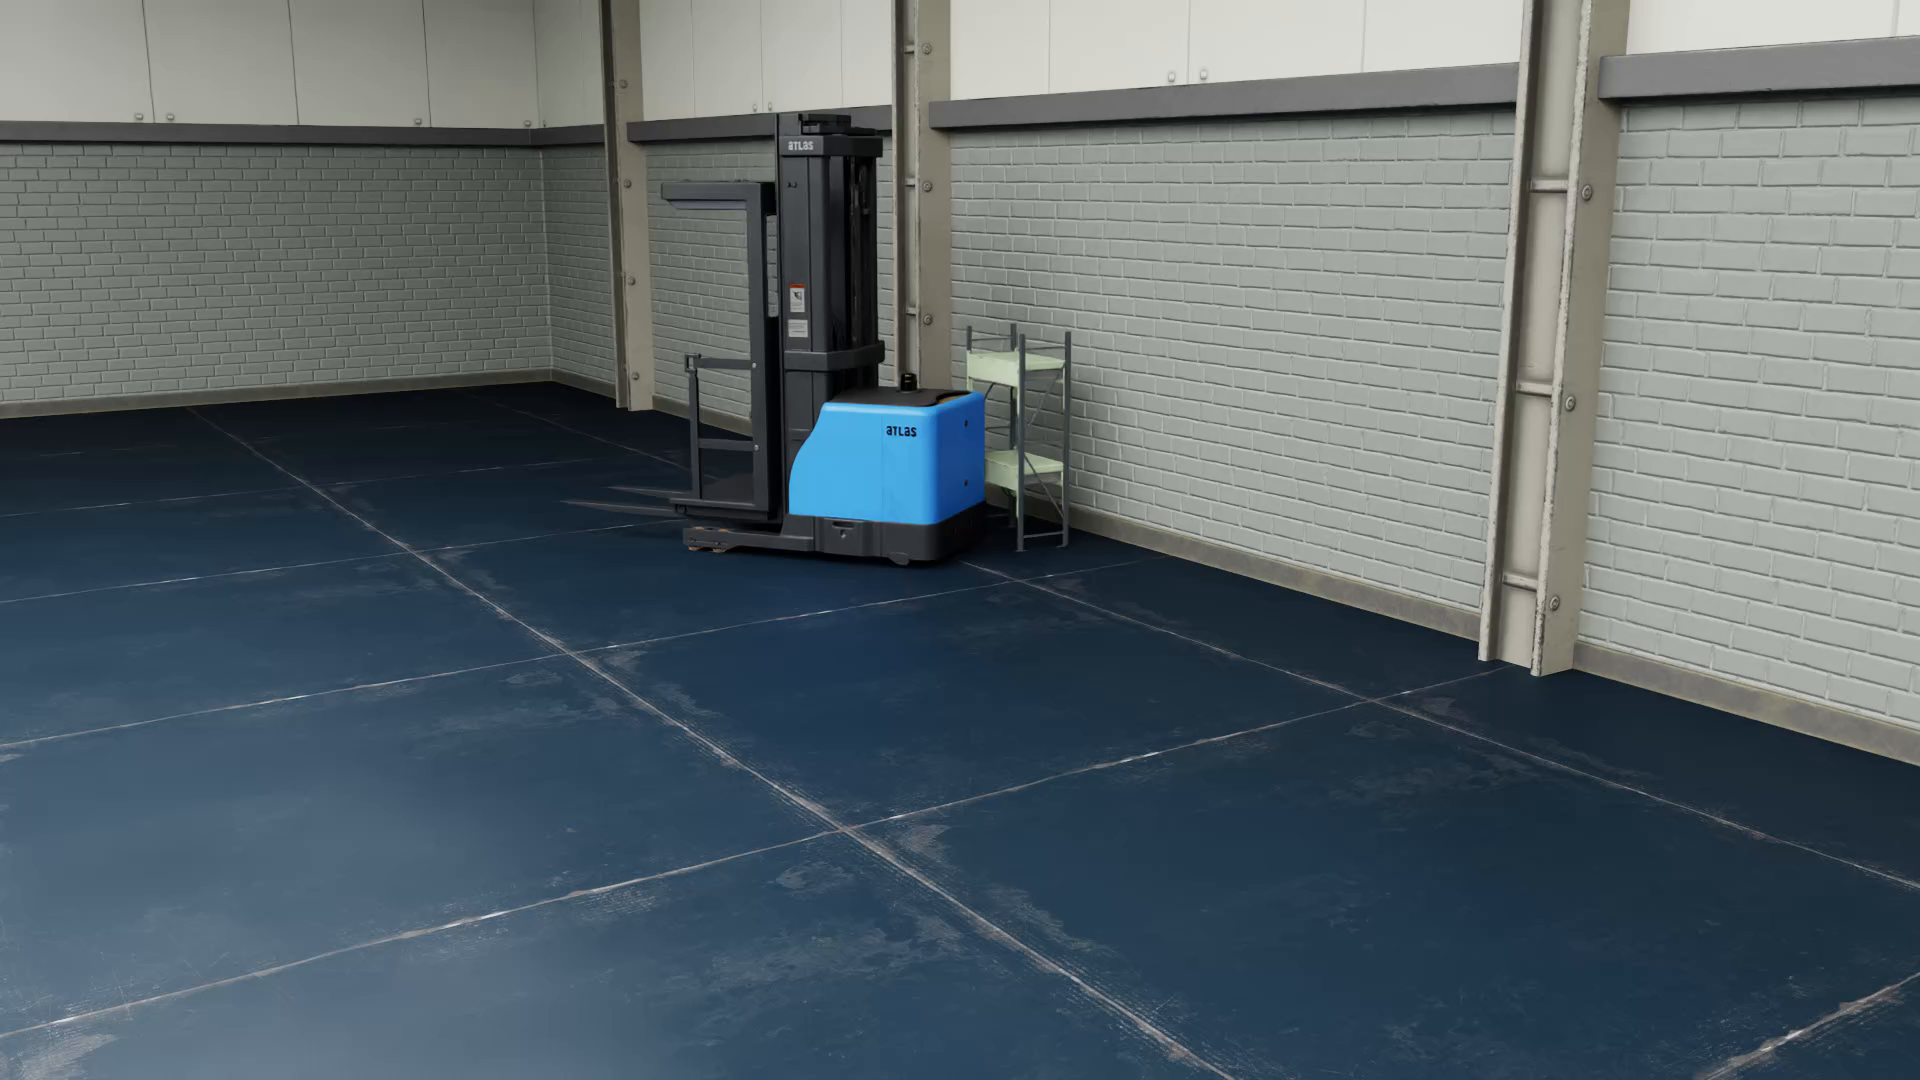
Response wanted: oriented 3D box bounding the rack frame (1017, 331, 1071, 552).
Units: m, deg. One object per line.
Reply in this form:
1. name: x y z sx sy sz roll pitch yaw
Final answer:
1. rack frame: 0.577 -0.669 11.409 0.400 1.500 0.023 -7 14 -28

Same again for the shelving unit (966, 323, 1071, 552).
1. shelving unit: 0.400 -0.737 11.722 0.431 1.500 0.755 -7 14 -28

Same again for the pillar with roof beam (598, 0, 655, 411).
1. pillar with roof beam: -7.213 -5.365 15.333 9.100 9.000 0.400 -8 15 -33

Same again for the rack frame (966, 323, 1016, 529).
1. rack frame: 0.223 -0.806 12.035 0.400 1.500 0.023 -7 14 -28

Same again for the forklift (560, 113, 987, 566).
1. forklift: -1.382 -1.441 11.591 3.031 2.935 1.130 5 13 21

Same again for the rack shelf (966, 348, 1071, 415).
1. rack shelf: 0.401 -1.119 11.639 0.431 0.370 0.720 -7 14 -28

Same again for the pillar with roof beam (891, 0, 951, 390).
1. pillar with roof beam: -3.889 -4.298 10.453 9.100 9.000 0.400 -8 15 -33

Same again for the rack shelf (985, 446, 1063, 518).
1. rack shelf: 0.400 -0.419 11.792 0.431 0.370 0.720 -7 14 -28

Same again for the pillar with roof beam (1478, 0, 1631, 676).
1. pillar with roof beam: -0.565 -3.231 5.573 9.100 9.000 0.400 -8 15 -33
